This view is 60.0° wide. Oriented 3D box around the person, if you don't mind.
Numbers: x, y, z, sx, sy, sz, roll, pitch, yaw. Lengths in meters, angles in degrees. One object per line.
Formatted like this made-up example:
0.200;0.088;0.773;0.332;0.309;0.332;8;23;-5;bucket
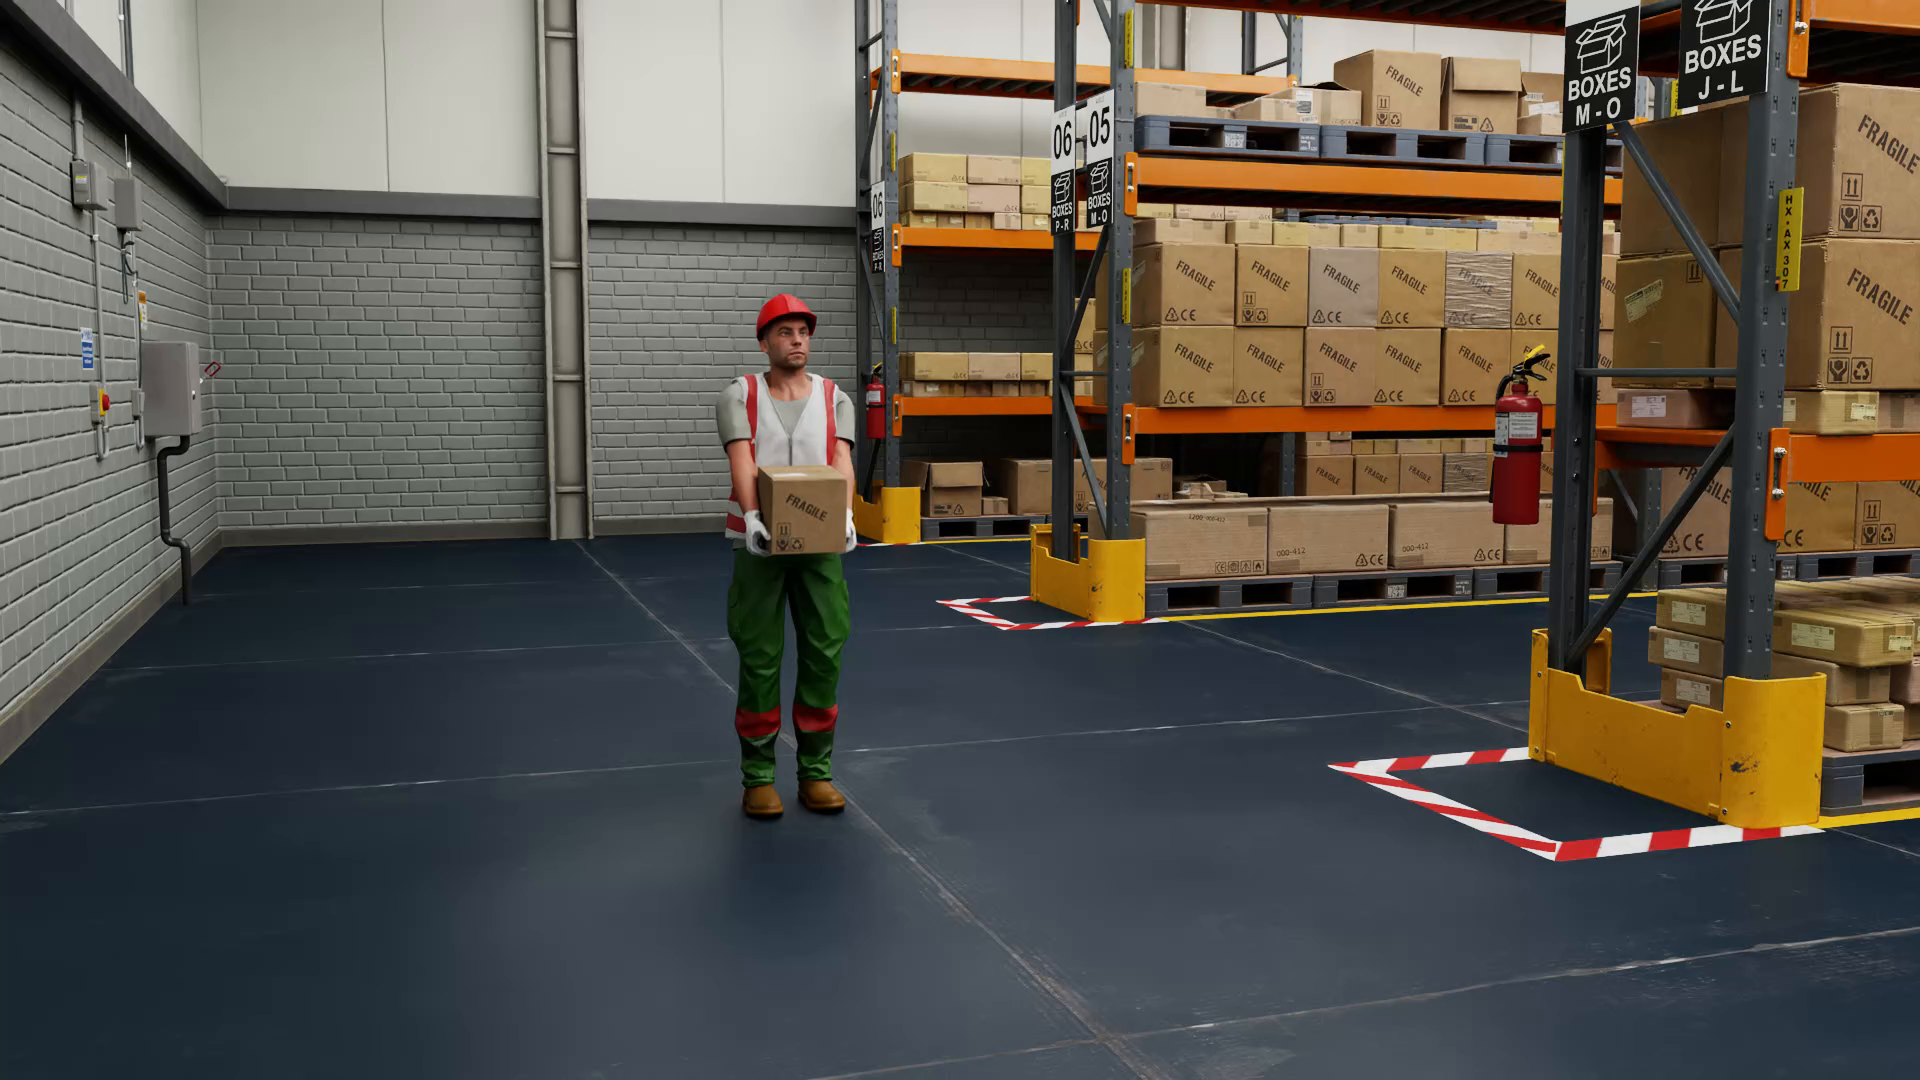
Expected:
-0.565;0.047;5.703;0.494;1.782;0.570;-2;6;-18;person
